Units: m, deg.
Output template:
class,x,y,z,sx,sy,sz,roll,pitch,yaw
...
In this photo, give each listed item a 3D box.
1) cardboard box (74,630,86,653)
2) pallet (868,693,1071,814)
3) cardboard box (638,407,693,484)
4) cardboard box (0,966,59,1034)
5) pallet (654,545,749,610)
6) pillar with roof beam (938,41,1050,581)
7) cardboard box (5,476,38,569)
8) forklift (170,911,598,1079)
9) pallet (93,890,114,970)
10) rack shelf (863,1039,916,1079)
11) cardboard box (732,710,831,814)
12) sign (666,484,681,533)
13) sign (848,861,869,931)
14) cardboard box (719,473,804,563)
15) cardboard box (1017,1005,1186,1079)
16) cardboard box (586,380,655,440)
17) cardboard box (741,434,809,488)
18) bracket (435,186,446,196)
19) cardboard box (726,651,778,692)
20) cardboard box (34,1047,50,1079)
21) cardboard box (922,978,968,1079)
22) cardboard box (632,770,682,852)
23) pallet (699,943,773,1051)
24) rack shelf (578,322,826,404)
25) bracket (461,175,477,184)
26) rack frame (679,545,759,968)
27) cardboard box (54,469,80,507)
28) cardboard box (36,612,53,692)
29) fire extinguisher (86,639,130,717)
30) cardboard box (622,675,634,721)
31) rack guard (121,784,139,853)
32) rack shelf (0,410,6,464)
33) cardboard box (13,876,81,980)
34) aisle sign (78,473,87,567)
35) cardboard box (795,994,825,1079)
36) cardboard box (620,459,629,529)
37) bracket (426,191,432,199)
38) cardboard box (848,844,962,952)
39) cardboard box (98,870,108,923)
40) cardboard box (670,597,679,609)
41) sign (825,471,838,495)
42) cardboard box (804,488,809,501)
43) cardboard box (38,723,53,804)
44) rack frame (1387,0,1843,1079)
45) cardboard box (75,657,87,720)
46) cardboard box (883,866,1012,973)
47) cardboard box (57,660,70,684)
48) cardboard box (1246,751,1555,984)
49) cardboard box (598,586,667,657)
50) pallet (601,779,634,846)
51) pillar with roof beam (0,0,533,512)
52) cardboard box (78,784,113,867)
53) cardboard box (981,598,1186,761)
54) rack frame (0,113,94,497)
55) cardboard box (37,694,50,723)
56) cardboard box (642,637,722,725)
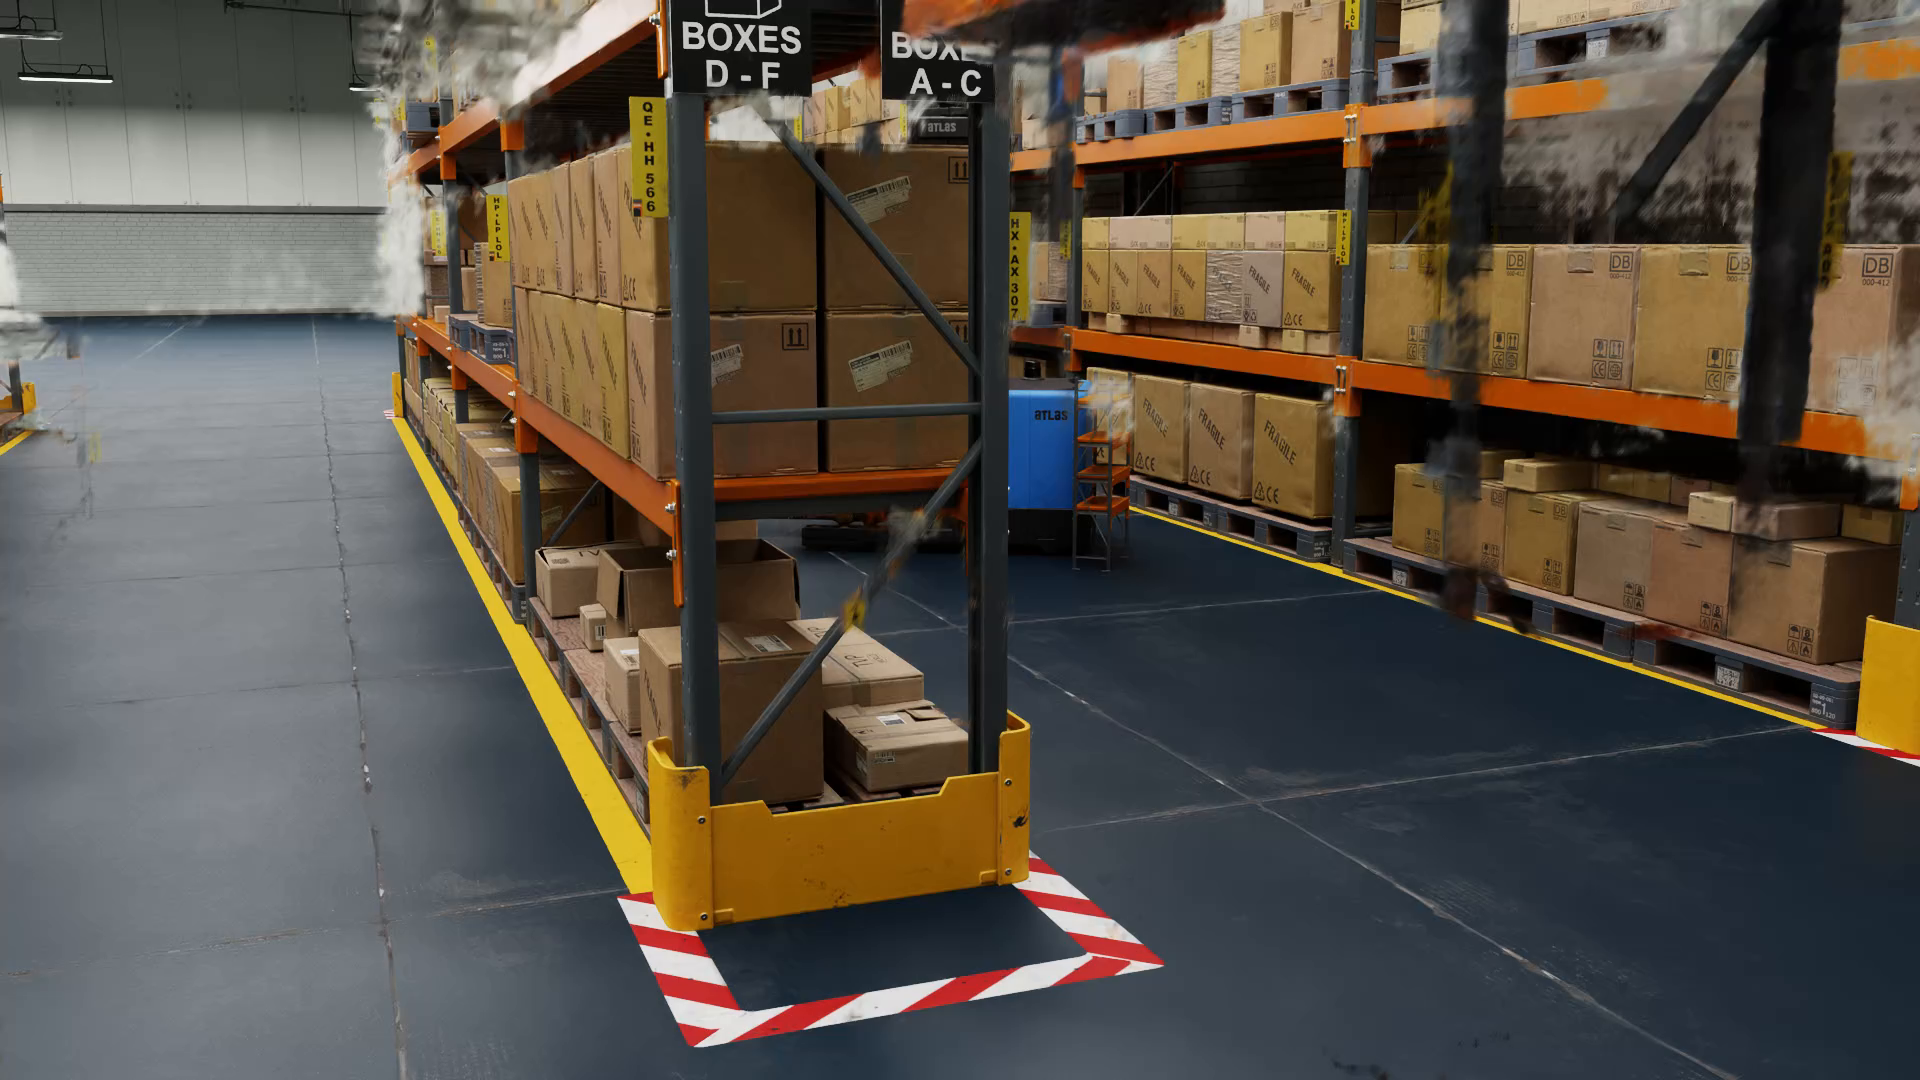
class,x,y,z,sx,sy,sz,roll,pitch,yaw
cardboard box,-5.820,-3.299,19.262,0.380,0.149,0.250,-4,11,-22
pallet,1.661,-3.272,13.221,1.213,0.211,1.003,-3,11,-18
cardboard box,-0.715,-4.824,18.214,0.500,0.500,0.500,-3,11,-18
cardboard box,-4.273,-1.409,15.825,0.500,0.311,0.500,-4,11,-21
pallet,0.053,-3.919,16.859,1.213,0.211,1.003,-4,11,-21
pillar with roof beam,-2.299,-4.937,13.480,9.100,9.000,0.400,-4,11,-21
cardboard box,-4.624,-4.228,16.175,0.500,0.500,0.500,-3,11,-16
forklift,-0.618,-1.457,11.245,3.031,2.935,1.130,1,10,7
pallet,-5.382,-1.287,18.049,1.003,0.211,1.213,-4,11,-21
rack shelf,2.103,-1.309,12.267,1.077,0.370,4.000,-4,11,-21
cardboard box,0.277,-2.731,16.668,0.700,0.500,0.500,-3,10,-15
sign,-0.574,-4.338,17.201,0.100,0.325,0.005,-4,11,-21
sign,0.876,-2.485,13.743,0.100,0.325,0.005,-4,11,-21
cardboard box,0.052,-4.281,16.872,0.500,0.500,0.500,-2,10,-13
cardboard box,1.874,-2.222,12.012,0.500,0.250,0.500,-4,11,-22
cardboard box,-1.608,-5.245,20.580,0.500,0.500,0.500,-5,11,-25
cardboard box,0.017,-4.769,17.901,0.500,0.500,0.500,-4,11,-20
bracket,-11.513,-12.768,47.228,0.235,0.232,0.430,-4,11,-21
cardboard box,-0.047,-3.038,18.162,0.500,0.500,0.500,-4,11,-22
cardboard box,-4.085,-1.048,15.401,0.500,0.250,0.500,-4,11,-22
cardboard box,1.497,-2.013,12.982,0.500,0.500,0.500,-4,11,-19
cardboard box,-0.928,-1.947,19.680,0.700,0.500,0.500,-5,11,-24
pallet,0.212,-1.143,17.240,1.003,0.211,1.213,-4,11,-21
rack shelf,-0.796,-5.567,19.083,1.077,0.370,4.000,-4,11,-21
bracket,-8.405,-11.368,39.358,0.076,0.066,4.783,-4,11,-21
rack frame,-0.071,-2.642,17.710,1.000,3.000,0.127,-4,11,-21
cardboard box,-5.473,-4.488,18.349,0.500,0.250,0.500,-4,11,-21
cardboard box,-5.399,-3.333,17.603,0.700,0.500,0.500,-4,11,-21
fire extinguisher,-5.746,-2.991,19.891,0.296,0.674,0.183,-4,11,-21
cardboard box,-1.078,-2.881,19.425,0.500,0.250,0.500,-4,11,-20
rack guard,-6.145,-1.754,19.851,1.175,0.500,0.348,-4,11,-21
rack shelf,-3.962,-4.403,13.677,1.077,0.370,4.000,-4,11,-21
cardboard box,-4.563,-1.645,16.615,0.500,0.500,0.500,-4,11,-21
aisle sign,-5.887,-4.290,19.547,0.394,0.787,0.004,-4,11,-21
cardboard box,0.784,-1.260,15.822,0.700,0.500,0.500,-4,11,-21
cardboard box,-1.065,-4.500,19.247,0.500,0.500,0.500,-3,11,-17
bracket,-12.672,-13.291,50.164,0.235,0.232,0.430,-4,11,-21
cardboard box,1.199,-2.331,14.420,0.700,0.500,0.500,-5,11,-28
cardboard box,-5.112,-1.520,18.055,0.500,0.250,0.500,-4,11,-21
cardboard box,-0.787,-3.370,20.031,0.500,0.500,0.500,-4,11,-22
sign,0.445,-4.603,17.569,0.100,0.325,0.005,-4,11,-21
cardboard box,-0.014,-4.274,17.976,0.500,0.500,0.500,-4,11,-19
cardboard box,-5.229,-2.616,17.279,0.700,0.500,0.500,-4,11,-20
rack frame,2.828,-4.290,9.844,1.000,3.000,0.127,-4,11,-21
cardboard box,-5.979,-2.953,19.168,0.700,0.500,0.500,-4,11,-21
cardboard box,1.313,-2.469,13.402,0.500,0.250,0.500,-4,11,-20
cardboard box,-5.447,-3.130,18.315,0.380,0.149,0.250,-4,11,-19
cardboard box,2.611,-3.230,10.906,0.700,0.500,0.500,-5,11,-24
cardboard box,-1.458,-3.422,20.324,0.500,0.500,0.500,-4,11,-21
pallet,-1.232,-1.775,20.797,1.003,0.211,1.213,-4,11,-21
pillar with roof beam,-10.996,-8.854,35.503,9.100,9.000,0.548,-4,11,-21
cardboard box,-5.289,-1.972,18.450,0.500,0.500,0.500,-4,11,-21
cardboard box,1.848,-3.573,12.838,0.700,0.500,0.500,-5,11,-24
rack frame,-6.137,-5.934,19.084,1.000,3.000,0.127,-4,11,-21
cardboard box,-5.075,-2.962,17.370,0.380,0.149,0.250,-4,11,-23
cardboard box,-0.717,-3.086,18.435,0.500,0.500,0.500,-4,11,-21
